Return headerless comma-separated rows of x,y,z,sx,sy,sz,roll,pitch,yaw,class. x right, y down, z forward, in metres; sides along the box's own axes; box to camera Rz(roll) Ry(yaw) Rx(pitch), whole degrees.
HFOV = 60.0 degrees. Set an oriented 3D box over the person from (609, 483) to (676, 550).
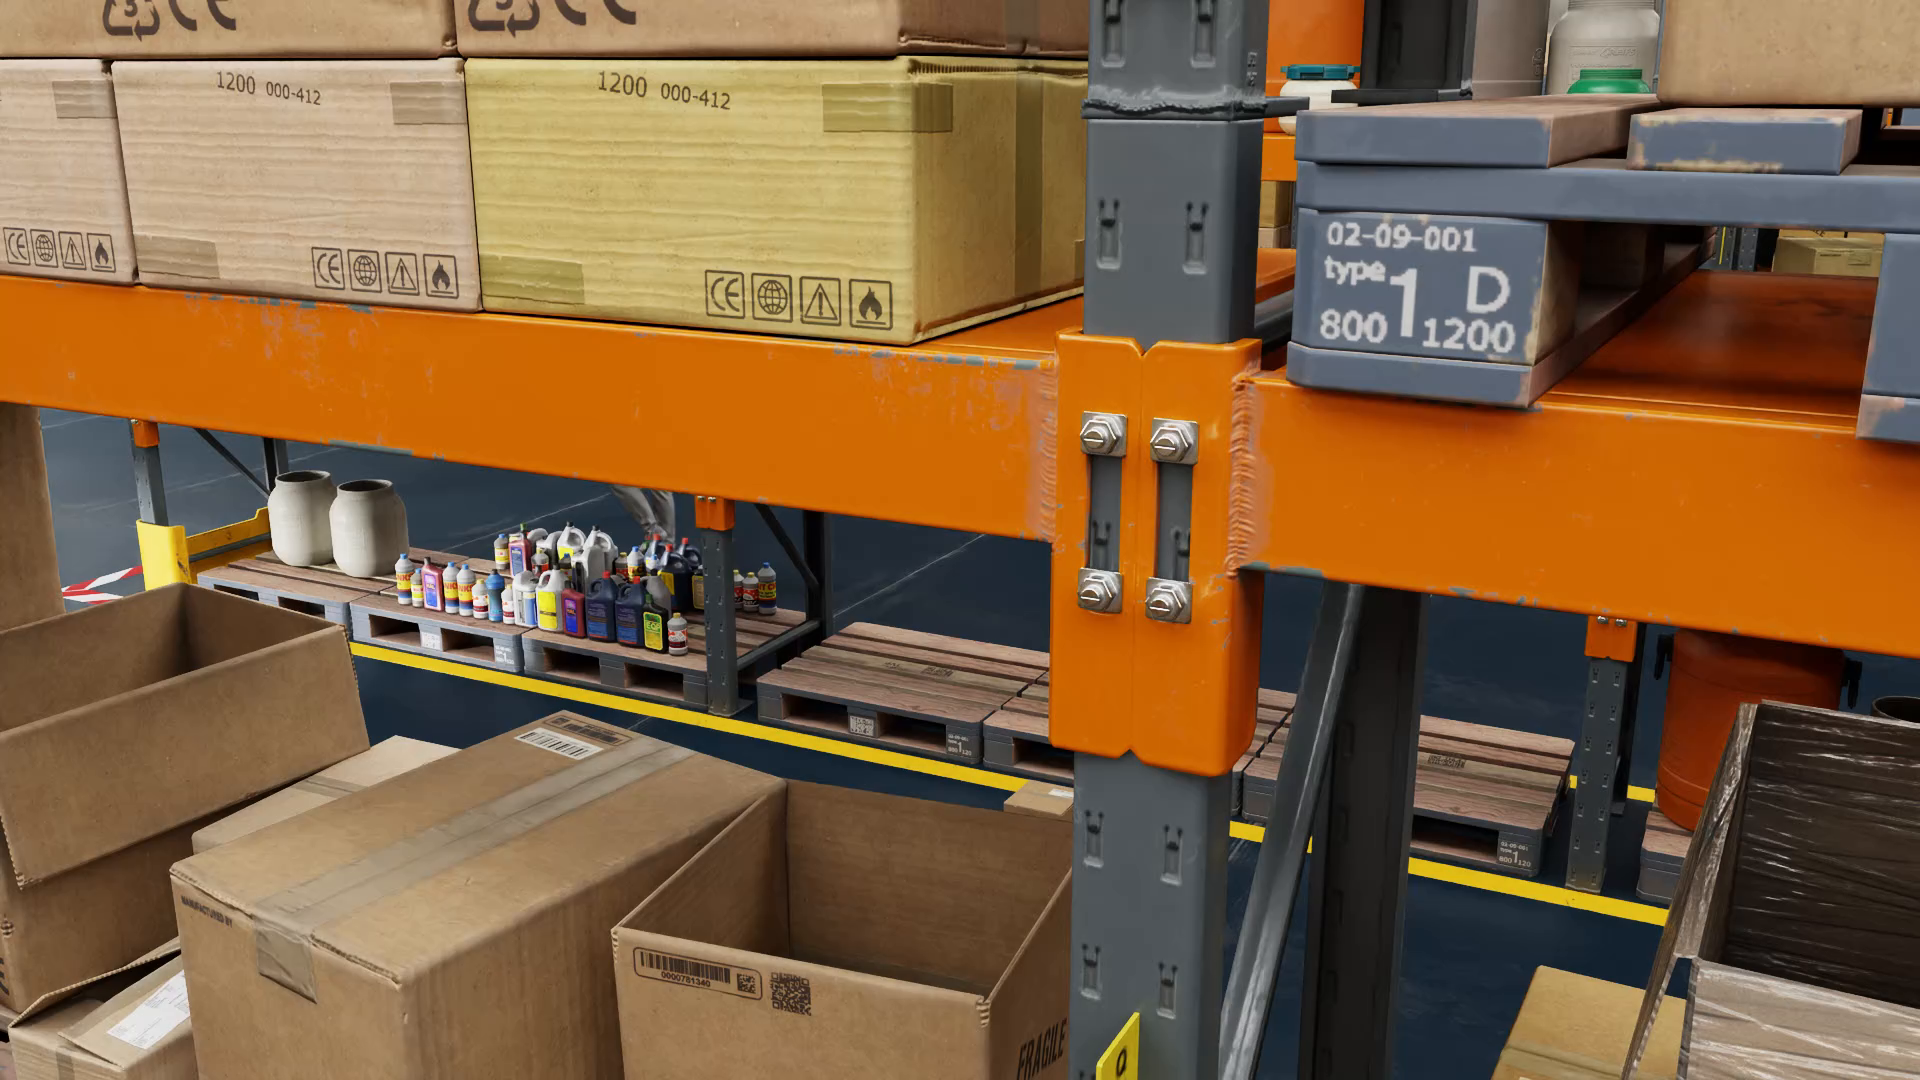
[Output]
-1.973,-0.700,10.510,0.430,1.699,0.481,9,18,30,person
